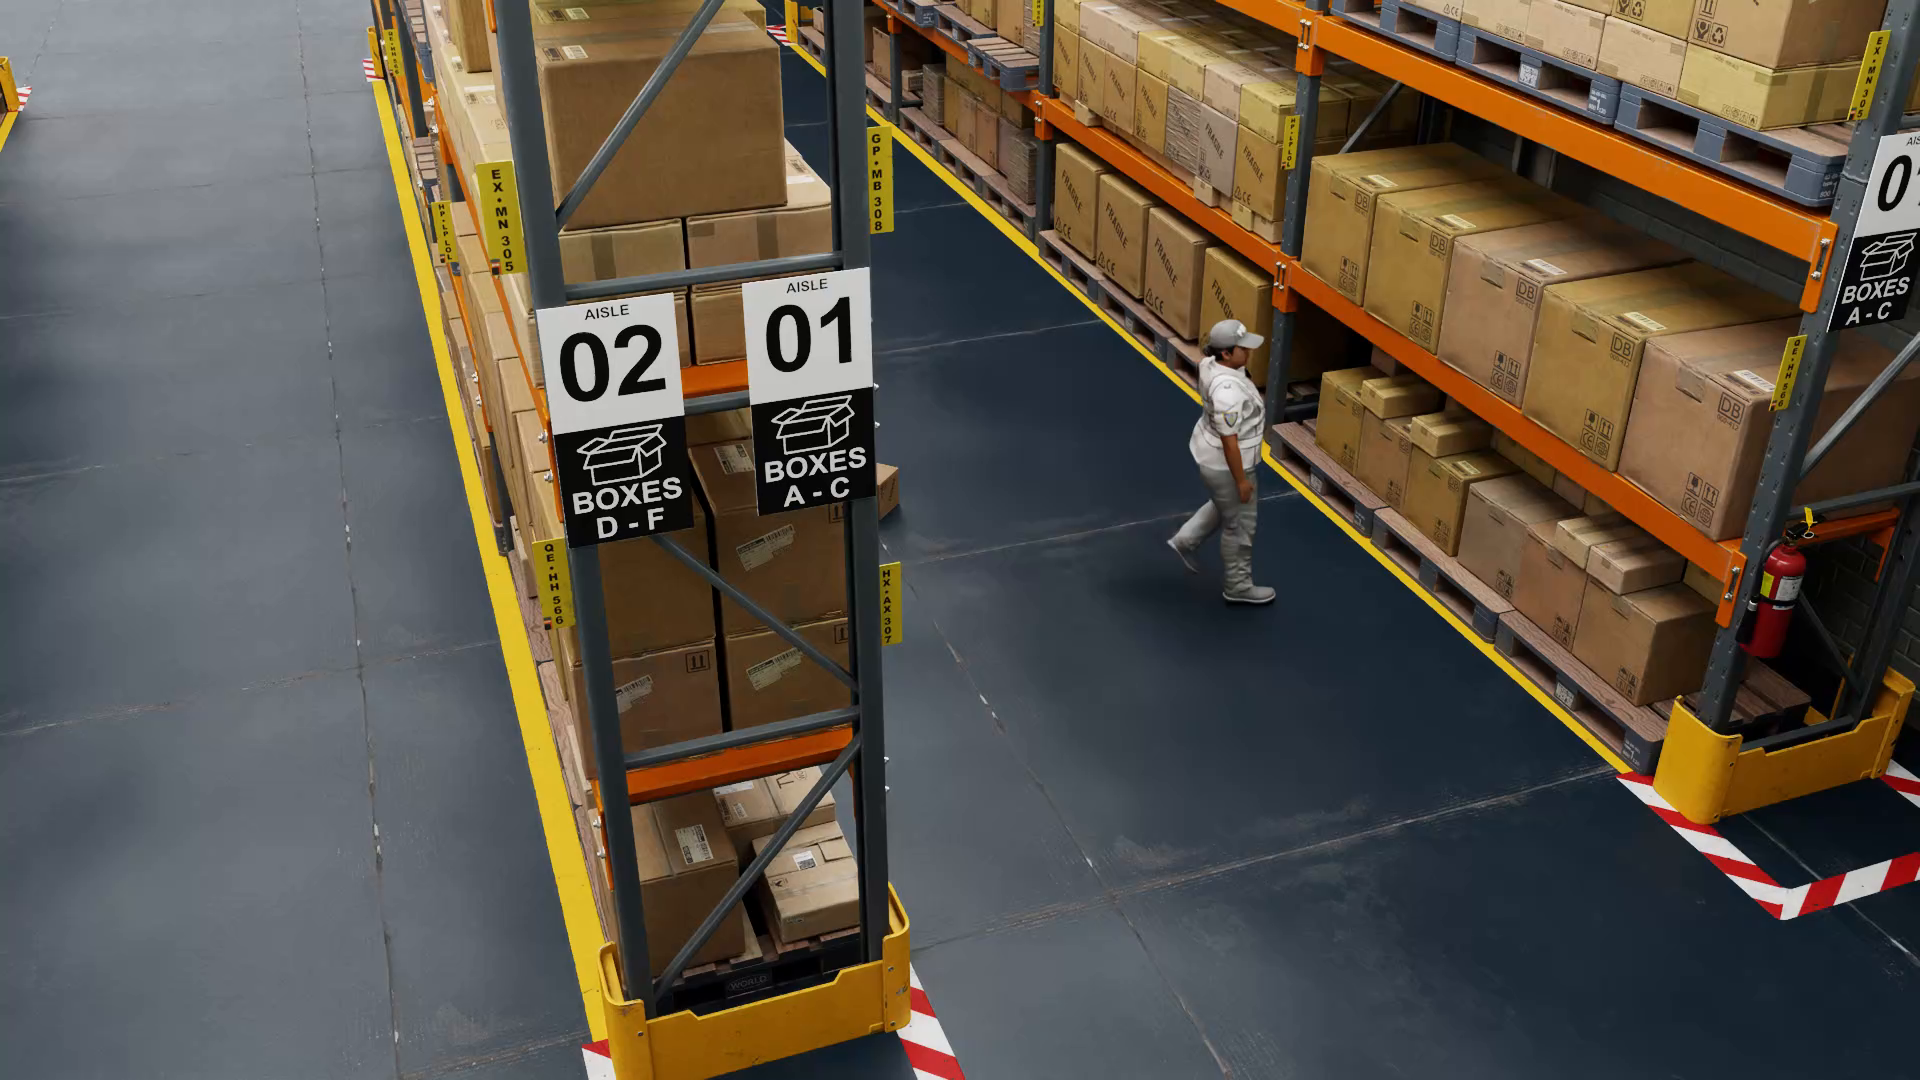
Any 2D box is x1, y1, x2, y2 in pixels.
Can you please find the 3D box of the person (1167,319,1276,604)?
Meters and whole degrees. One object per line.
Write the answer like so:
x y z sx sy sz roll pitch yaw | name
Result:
1.478 -0.426 9.030 0.592 1.661 0.513 -2 30 -4 | person
